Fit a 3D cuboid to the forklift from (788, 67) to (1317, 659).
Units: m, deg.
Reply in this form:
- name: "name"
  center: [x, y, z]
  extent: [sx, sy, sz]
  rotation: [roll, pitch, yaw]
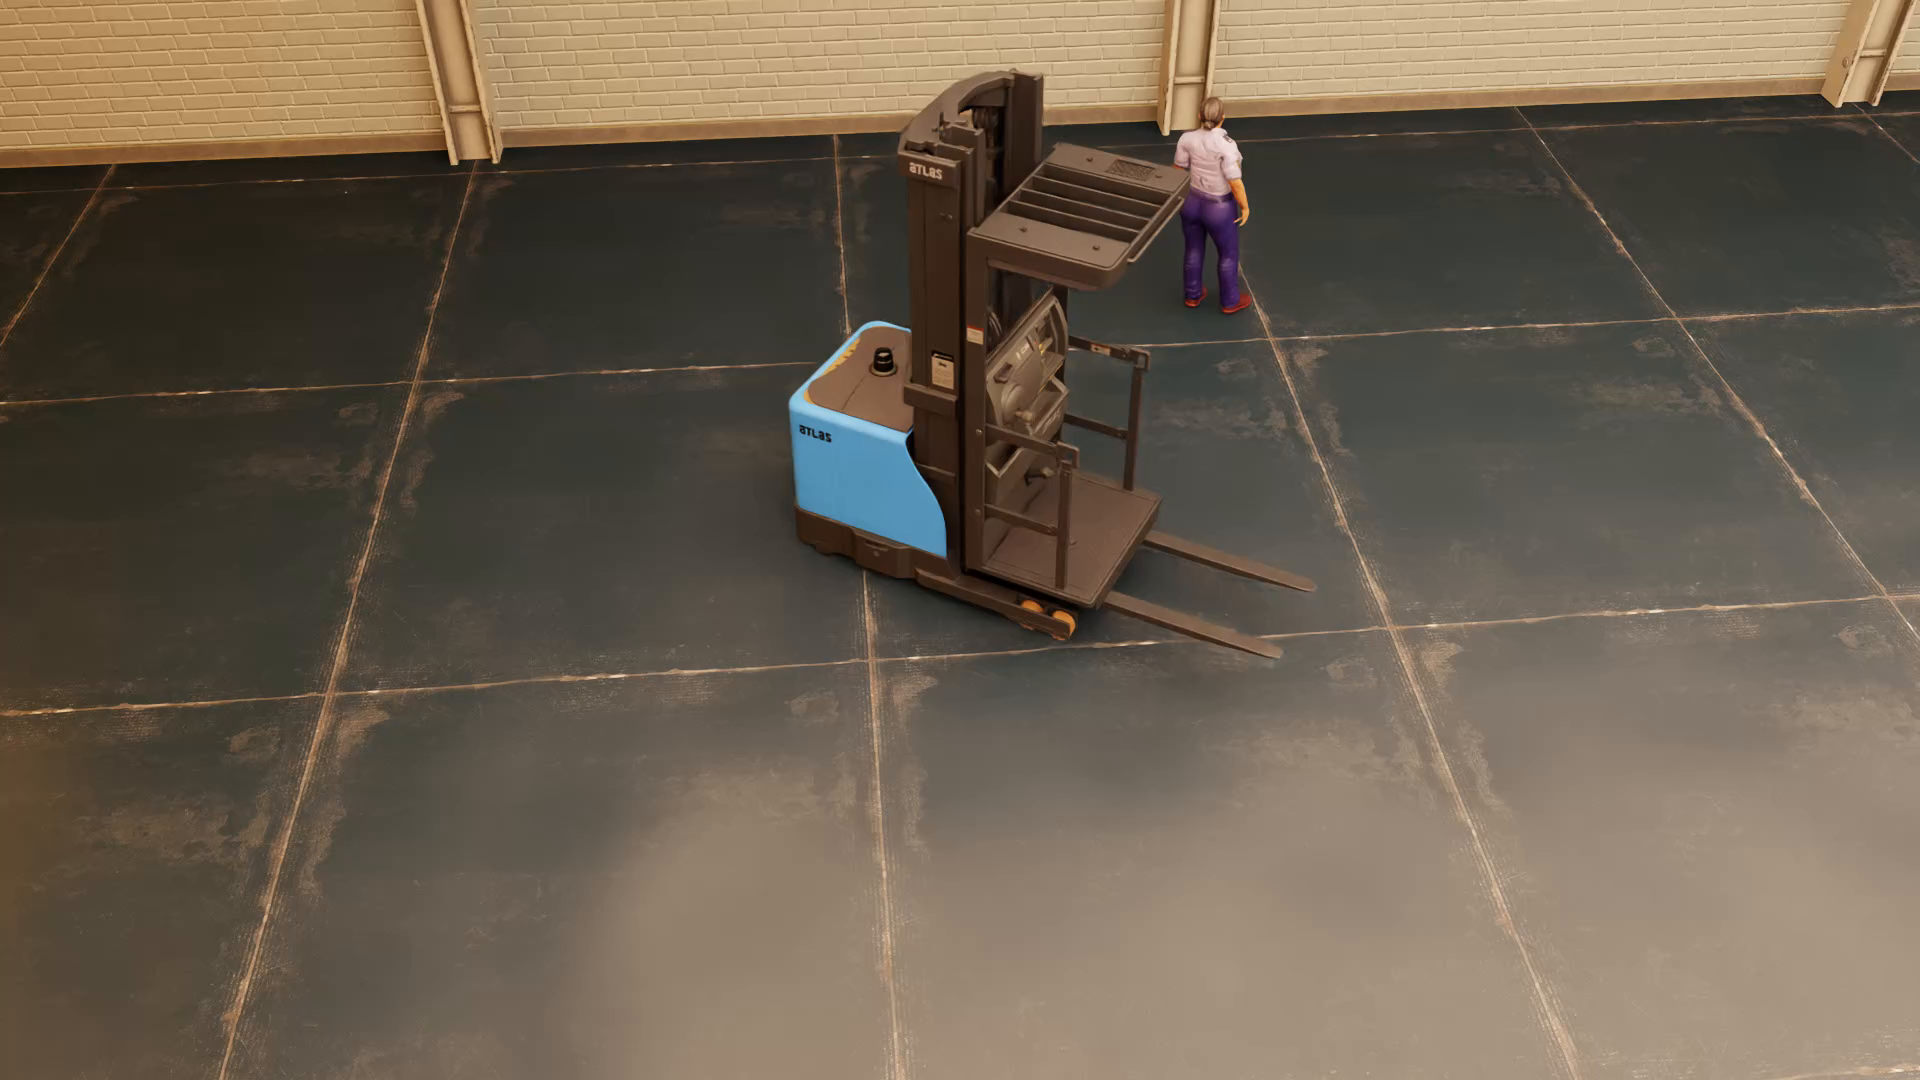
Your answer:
- name: "forklift"
  center: [0.551, -0.939, 9.035]
  extent: [3.031, 2.935, 1.130]
  rotation: [18, 44, 20]

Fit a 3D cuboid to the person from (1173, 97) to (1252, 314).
- name: "person"
  center: [1.797, -2.371, 11.694]
  extent: [0.580, 1.658, 0.484]
  rotation: [25, 46, 26]
